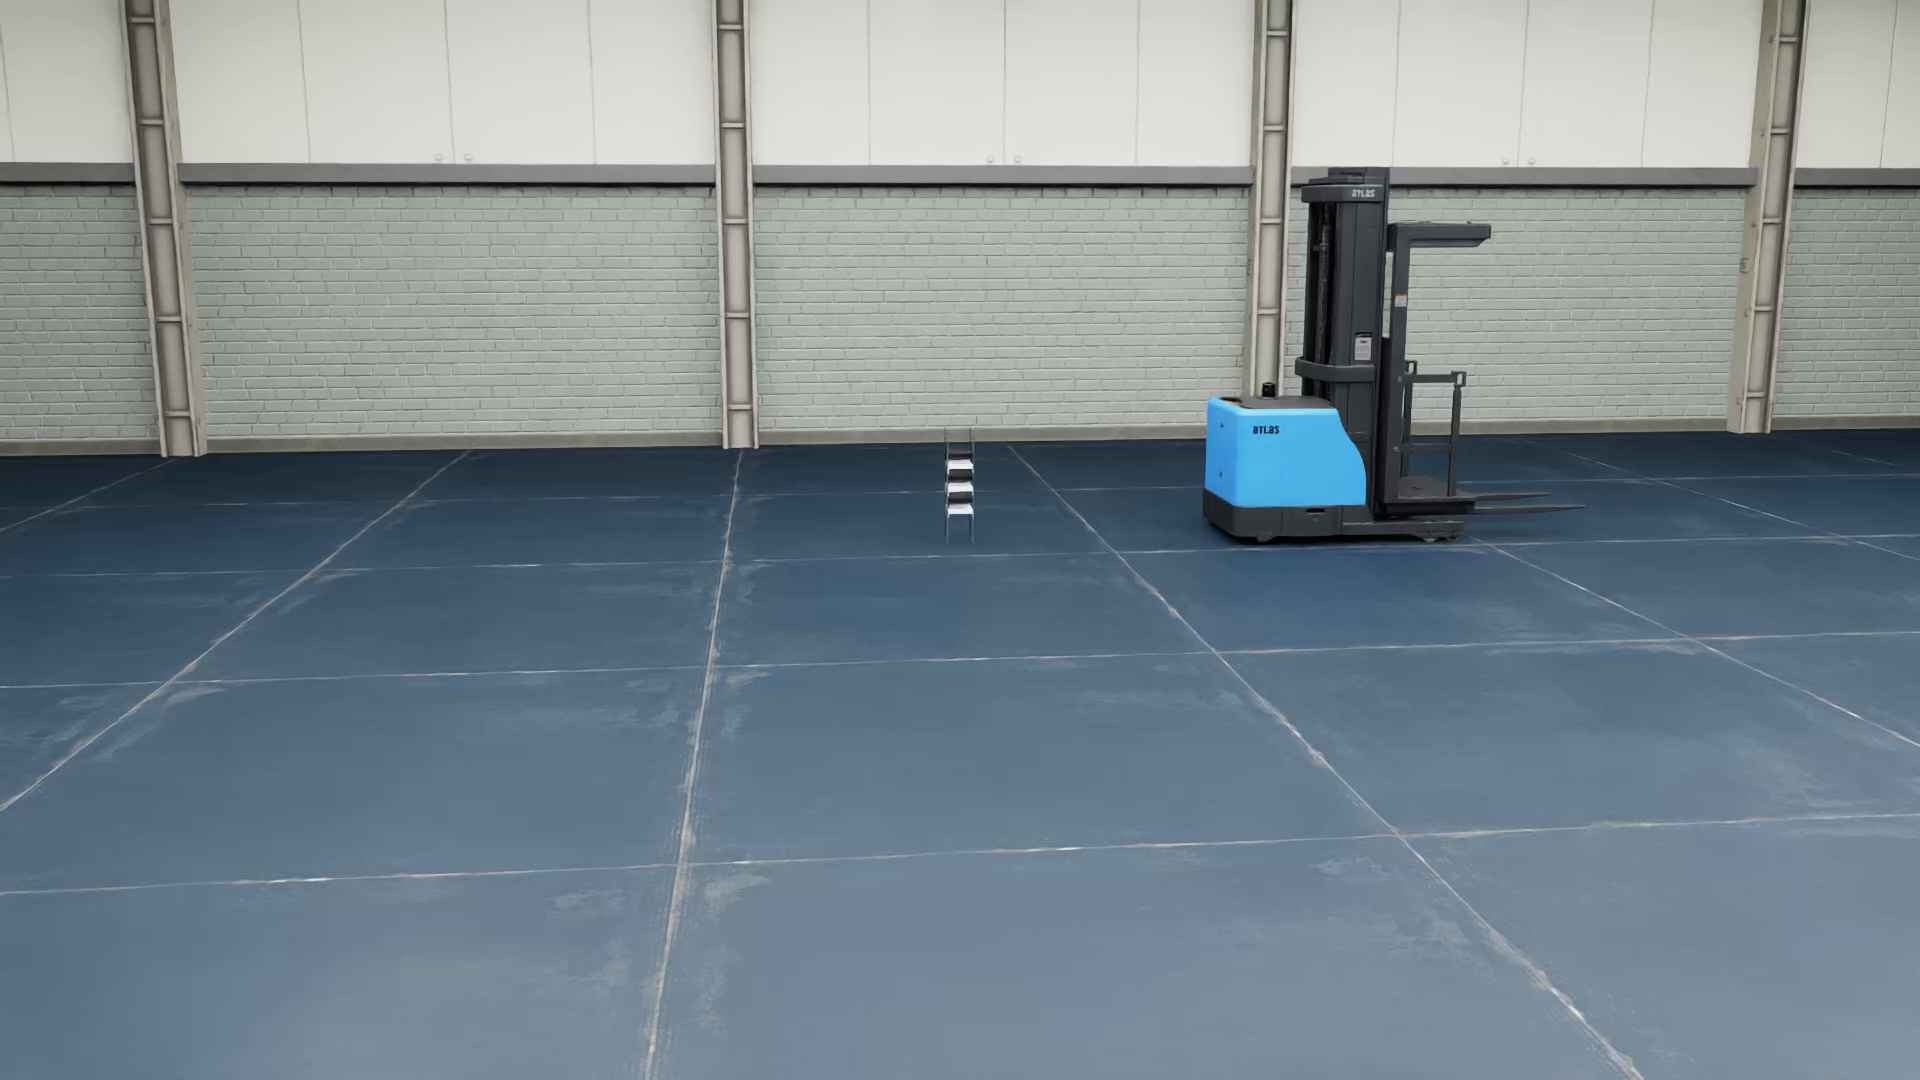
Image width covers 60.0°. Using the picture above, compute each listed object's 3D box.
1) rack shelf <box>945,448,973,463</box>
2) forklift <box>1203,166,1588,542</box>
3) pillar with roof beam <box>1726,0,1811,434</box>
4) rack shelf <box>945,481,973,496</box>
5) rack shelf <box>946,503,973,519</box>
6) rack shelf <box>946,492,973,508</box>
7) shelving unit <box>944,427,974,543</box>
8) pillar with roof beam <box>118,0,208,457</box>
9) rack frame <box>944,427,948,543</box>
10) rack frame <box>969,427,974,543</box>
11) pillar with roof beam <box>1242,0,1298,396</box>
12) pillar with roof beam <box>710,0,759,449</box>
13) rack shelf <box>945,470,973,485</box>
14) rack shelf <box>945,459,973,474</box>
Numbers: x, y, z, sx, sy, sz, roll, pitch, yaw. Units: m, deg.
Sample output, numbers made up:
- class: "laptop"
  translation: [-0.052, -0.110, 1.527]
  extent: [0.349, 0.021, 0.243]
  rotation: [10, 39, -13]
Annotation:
- class: "rack shelf"
  translation: [-0.008, -0.674, 13.235]
  extent: [0.200, 0.077, 0.258]
  rotation: [-1, 11, -6]
- class: "forklift"
  translation: [3.603, -1.524, 13.522]
  extent: [3.031, 2.935, 1.130]
  rotation: [-1, 11, -7]
- class: "pillar with roof beam"
  translation: [9.932, -4.892, 14.921]
  extent: [0.400, 9.000, 9.100]
  rotation: [-1, 11, -6]
- class: "rack shelf"
  translation: [-0.008, -0.409, 13.287]
  extent: [0.200, 0.077, 0.258]
  rotation: [-1, 11, -6]
- class: "rack shelf"
  translation: [-0.008, -0.232, 13.322]
  extent: [0.200, 0.077, 0.258]
  rotation: [-1, 11, -6]
- class: "rack shelf"
  translation: [-0.008, -0.320, 13.304]
  extent: [0.200, 0.077, 0.258]
  rotation: [-1, 11, -6]
- class: "shelving unit"
  translation: [-0.008, -0.441, 13.280]
  extent: [0.210, 0.900, 0.258]
  rotation: [-1, 11, -6]
- class: "pillar with roof beam"
  translation: [-7.963, -4.517, 13.014]
  extent: [0.400, 9.000, 9.100]
  rotation: [-1, 11, -6]
- class: "rack frame"
  translation: [-0.109, -0.439, 13.270]
  extent: [0.006, 0.900, 0.240]
  rotation: [-1, 11, -6]
- class: "rack frame"
  translation: [0.093, -0.443, 13.291]
  extent: [0.006, 0.900, 0.240]
  rotation: [-1, 11, -6]
- class: "pillar with roof beam"
  translation: [3.967, -4.767, 14.286]
  extent: [0.400, 9.000, 9.100]
  rotation: [-1, 11, -6]
- class: "pillar with roof beam"
  translation: [-1.998, -4.642, 13.650]
  extent: [0.400, 9.000, 9.100]
  rotation: [-1, 11, -6]
- class: "rack shelf"
  translation: [-0.008, -0.497, 13.269]
  extent: [0.200, 0.077, 0.258]
  rotation: [-1, 11, -6]
- class: "rack shelf"
  translation: [-0.008, -0.585, 13.252]
  extent: [0.200, 0.077, 0.258]
  rotation: [-1, 11, -6]
